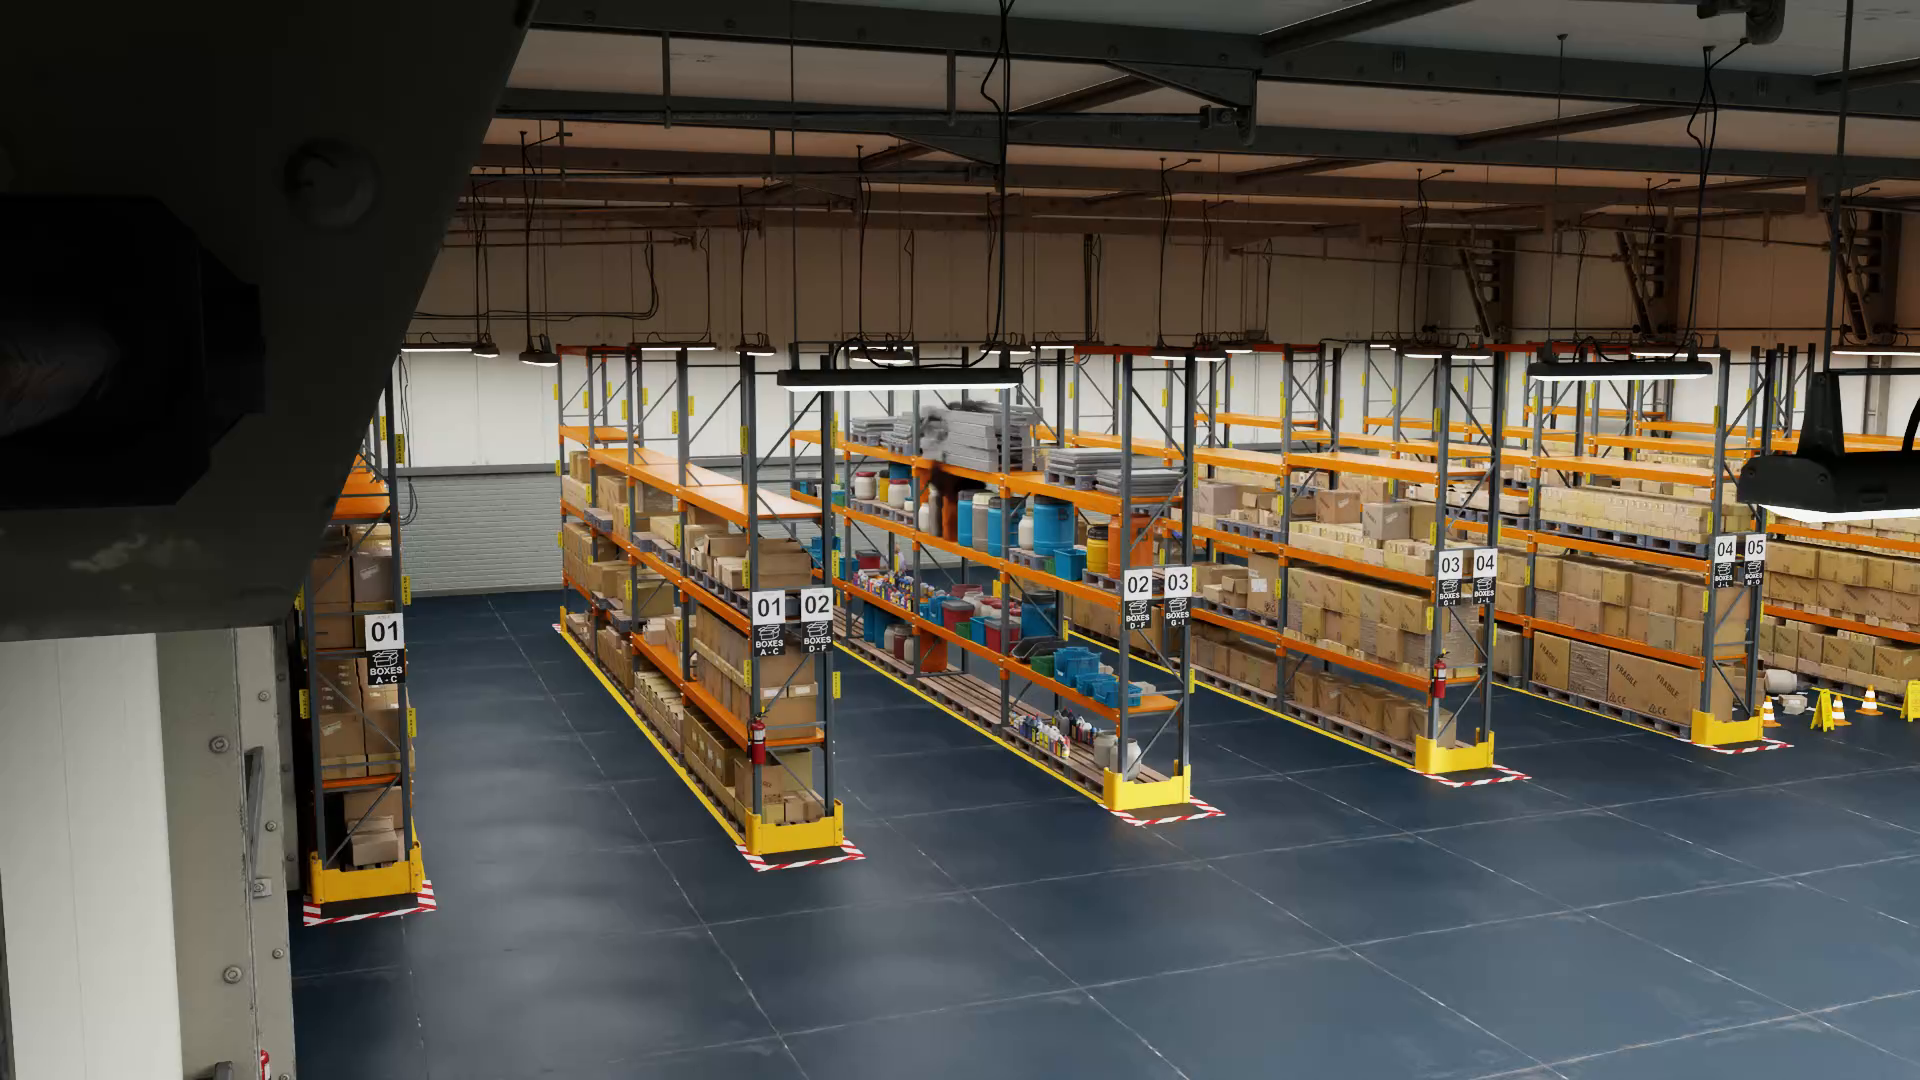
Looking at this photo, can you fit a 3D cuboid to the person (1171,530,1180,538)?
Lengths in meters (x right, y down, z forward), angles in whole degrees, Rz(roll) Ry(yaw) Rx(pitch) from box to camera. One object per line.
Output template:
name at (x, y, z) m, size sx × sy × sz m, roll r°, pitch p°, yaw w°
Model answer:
person at (5.083, 0.346, 40.891) m, size 0.643 × 1.669 × 0.645 m, roll -7°, pitch 10°, yaw -43°

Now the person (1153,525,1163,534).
person at (4.708, 0.342, 40.309) m, size 0.651 × 1.837 × 0.750 m, roll 3°, pitch 8°, yaw 21°

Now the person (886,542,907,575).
person at (-1.368, 0.925, 37.023) m, size 0.579 × 1.410 × 0.634 m, roll -5°, pitch 9°, yaw -33°
